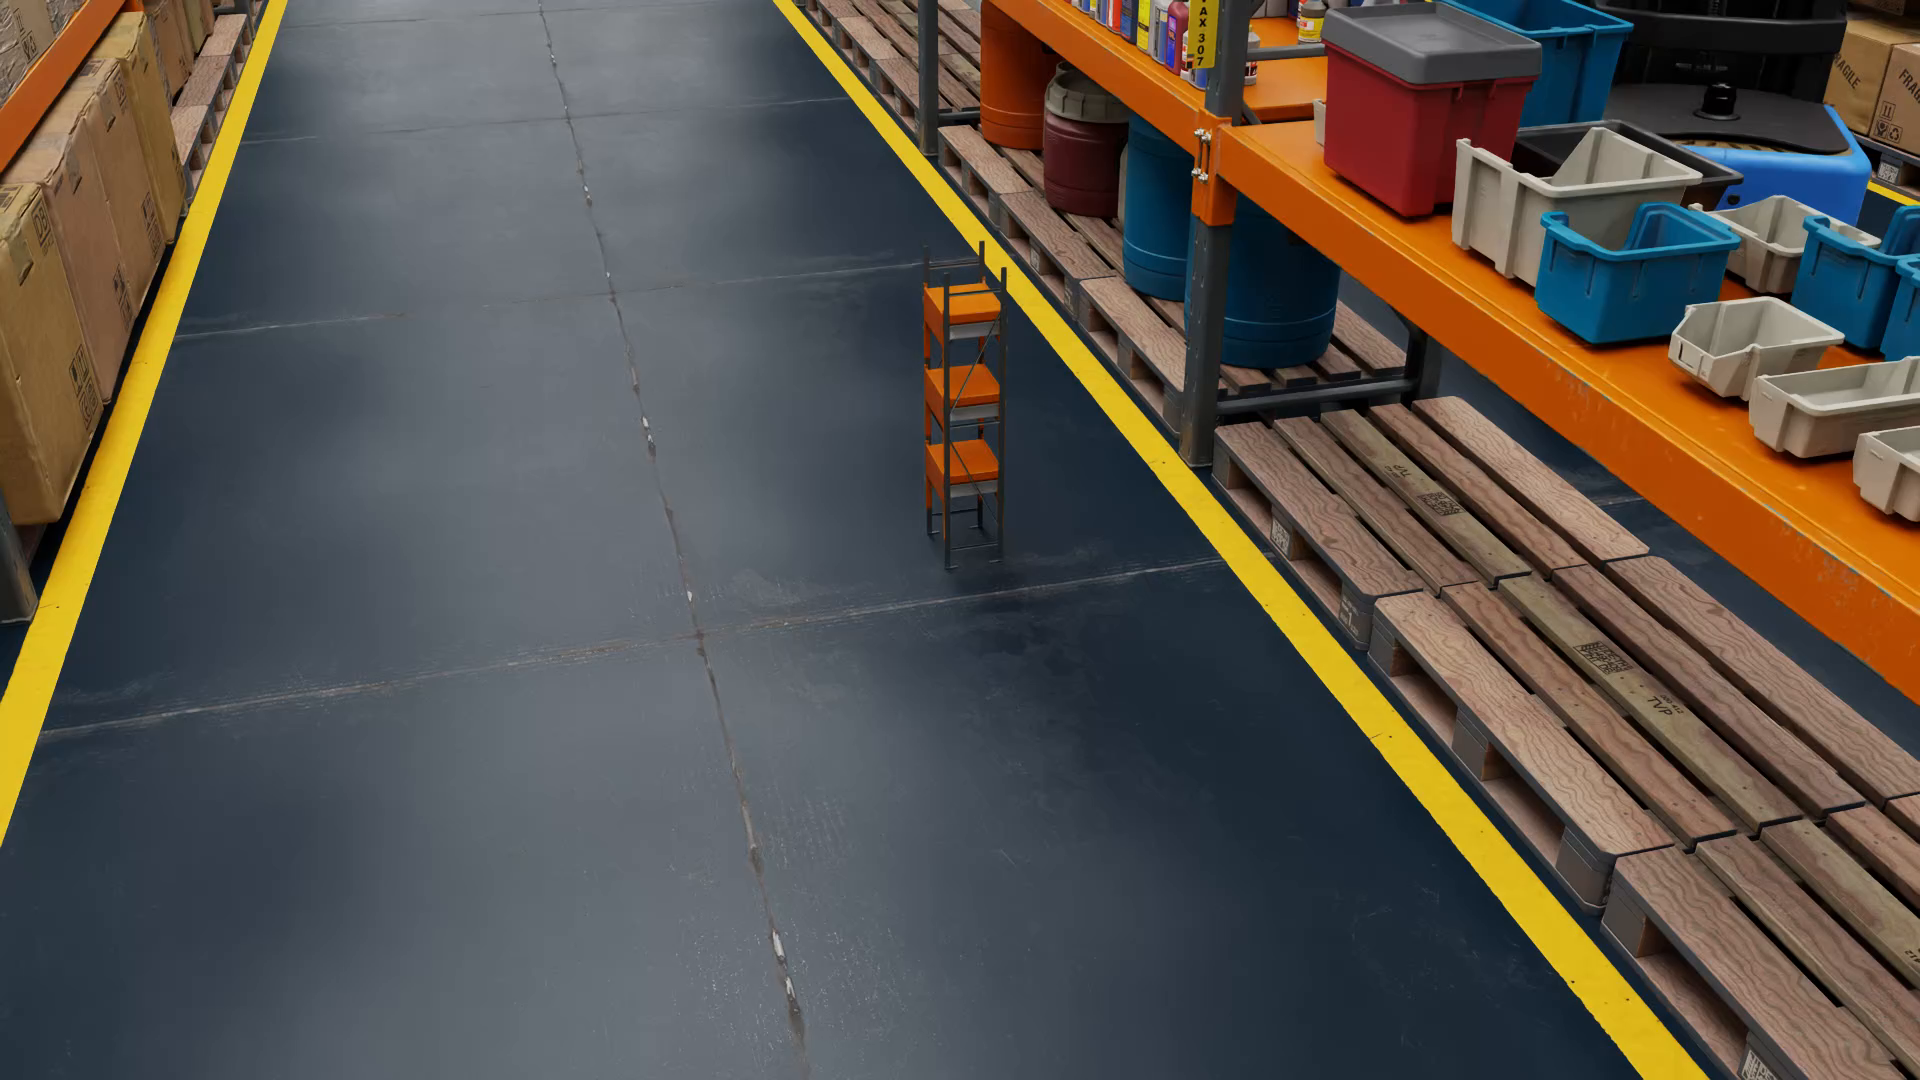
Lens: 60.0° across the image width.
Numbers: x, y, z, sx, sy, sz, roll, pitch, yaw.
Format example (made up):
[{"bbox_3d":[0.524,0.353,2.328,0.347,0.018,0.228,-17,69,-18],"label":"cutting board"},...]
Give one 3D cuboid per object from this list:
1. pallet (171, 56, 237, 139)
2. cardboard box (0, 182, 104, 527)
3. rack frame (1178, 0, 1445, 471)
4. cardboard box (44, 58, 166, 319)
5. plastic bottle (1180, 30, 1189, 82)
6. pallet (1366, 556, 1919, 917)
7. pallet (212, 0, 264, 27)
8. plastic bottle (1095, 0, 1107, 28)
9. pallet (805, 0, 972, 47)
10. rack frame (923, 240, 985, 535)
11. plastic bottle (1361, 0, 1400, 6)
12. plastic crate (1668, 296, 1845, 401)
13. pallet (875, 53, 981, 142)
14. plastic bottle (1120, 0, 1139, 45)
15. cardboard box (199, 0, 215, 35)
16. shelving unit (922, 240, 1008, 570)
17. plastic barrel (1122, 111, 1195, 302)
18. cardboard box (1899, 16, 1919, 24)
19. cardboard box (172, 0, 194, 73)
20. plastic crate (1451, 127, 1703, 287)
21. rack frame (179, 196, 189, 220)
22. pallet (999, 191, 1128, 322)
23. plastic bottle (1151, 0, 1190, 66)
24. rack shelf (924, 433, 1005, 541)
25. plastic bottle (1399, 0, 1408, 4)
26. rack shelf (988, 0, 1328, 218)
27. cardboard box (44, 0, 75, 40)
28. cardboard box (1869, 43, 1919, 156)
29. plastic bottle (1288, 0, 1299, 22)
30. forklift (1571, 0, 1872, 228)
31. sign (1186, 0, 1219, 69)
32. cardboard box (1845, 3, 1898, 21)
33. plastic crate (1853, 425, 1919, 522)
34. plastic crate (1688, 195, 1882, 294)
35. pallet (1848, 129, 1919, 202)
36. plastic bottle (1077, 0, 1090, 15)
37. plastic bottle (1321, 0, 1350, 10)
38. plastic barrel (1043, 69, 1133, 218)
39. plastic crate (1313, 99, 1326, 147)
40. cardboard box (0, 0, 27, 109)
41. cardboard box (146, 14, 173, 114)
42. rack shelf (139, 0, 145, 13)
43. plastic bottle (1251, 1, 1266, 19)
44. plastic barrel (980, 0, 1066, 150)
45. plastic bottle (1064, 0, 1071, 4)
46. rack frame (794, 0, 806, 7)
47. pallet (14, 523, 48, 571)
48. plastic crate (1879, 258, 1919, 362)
[{"bbox_3d":[-5.039,-2.686,10.181,1.003,0.211,1.213,-8,31,-13],"label":"pallet"},{"bbox_3d":[-3.640,-0.564,5.432,1.225,0.875,0.875,-8,31,-13],"label":"cardboard box"},{"bbox_3d":[1.324,-1.654,5.614,1.000,3.000,0.127,-8,31,-13],"label":"rack frame"},{"bbox_3d":[-4.120,-1.422,6.914,1.225,0.875,0.875,-8,31,-13],"label":"cardboard box"},{"bbox_3d":[0.851,-1.768,6.008,0.097,0.201,0.097,0,30,0],"label":"plastic bottle"},{"bbox_3d":[1.884,0.493,4.688,1.003,0.211,1.213,-8,31,-13],"label":"pallet"},{"bbox_3d":[-5.787,-3.972,12.402,1.003,0.211,1.213,-8,31,-13],"label":"pallet"},{"bbox_3d":[0.642,-2.233,6.737,0.152,0.276,0.135,-8,31,-13],"label":"plastic bottle"},{"bbox_3d":[-0.553,-3.937,12.341,1.003,0.211,1.213,-8,31,-13],"label":"pallet"},{"bbox_3d":[-0.018,-0.487,5.544,0.200,1.050,0.008,-8,31,-13],"label":"rack frame"},{"bbox_3d":[1.533,-1.865,6.028,0.144,0.351,0.185,-8,31,-13],"label":"plastic bottle"},{"bbox_3d":[1.738,-0.418,3.680,0.298,0.136,0.250,-8,31,-13],"label":"plastic crate"},{"bbox_3d":[0.094,-2.759,10.305,1.003,0.211,1.213,-8,31,-13],"label":"pallet"},{"bbox_3d":[0.716,-2.123,6.472,0.144,0.351,0.185,-8,31,-13],"label":"plastic bottle"},{"bbox_3d":[-5.432,-3.669,11.150,0.700,0.500,0.500,-10,32,-17],"label":"cardboard box"},{"bbox_3d":[0.014,-0.429,5.442,0.215,1.050,0.252,-8,31,-13],"label":"shelving unit"},{"bbox_3d":[1.008,-1.535,7.083,0.600,0.901,0.708,-8,31,-13],"label":"plastic barrel"},{"bbox_3d":[5.651,-2.681,9.444,0.500,0.500,0.500,-9,31,-15],"label":"cardboard box"},{"bbox_3d":[-5.175,-3.166,10.281,0.700,0.500,0.500,-11,32,-18],"label":"cardboard box"},{"bbox_3d":[1.552,-0.867,4.312,0.437,0.282,0.530,-8,31,-13],"label":"plastic crate"},{"bbox_3d":[-4.513,-2.928,7.814,1.000,3.000,0.127,-8,31,-13],"label":"rack frame"},{"bbox_3d":[0.832,-1.416,7.985,1.003,0.211,1.213,-8,31,-13],"label":"pallet"},{"bbox_3d":[0.811,-1.924,6.204,0.152,0.276,0.135,-8,31,-13],"label":"plastic bottle"},{"bbox_3d":[0.014,-0.179,5.587,0.215,0.259,0.240,-8,31,-13],"label":"rack shelf"},{"bbox_3d":[1.603,-1.902,6.158,0.061,0.283,0.133,-8,31,-13],"label":"plastic bottle"},{"bbox_3d":[0.793,-2.309,7.463,1.077,0.370,4.000,-8,31,-13],"label":"rack shelf"},{"bbox_3d":[-3.875,-2.273,6.584,0.500,0.500,0.500,-9,31,-15],"label":"cardboard box"},{"bbox_3d":[5.301,-2.347,8.867,0.500,0.500,0.500,-9,31,-15],"label":"cardboard box"},{"bbox_3d":[1.403,-2.266,6.788,0.061,0.283,0.133,-8,31,-13],"label":"plastic bottle"},{"bbox_3d":[3.166,-2.471,7.093,1.130,2.935,3.031,7,31,13],"label":"forklift"},{"bbox_3d":[0.793,-1.702,5.419,0.100,0.325,0.005,-8,31,-13],"label":"sign"},{"bbox_3d":[5.029,-2.842,9.721,0.500,0.500,0.500,-9,31,-15],"label":"cardboard box"},{"bbox_3d":[1.932,-0.146,3.211,0.396,0.136,0.243,-8,31,-13],"label":"plastic crate"},{"bbox_3d":[2.076,-0.765,4.281,0.293,0.136,0.466,-8,31,-13],"label":"plastic crate"},{"bbox_3d":[5.521,-2.082,9.137,1.003,0.211,1.213,-8,31,-13],"label":"pallet"},{"bbox_3d":[0.580,-2.345,6.931,0.152,0.276,0.135,-8,31,-13],"label":"plastic bottle"},{"bbox_3d":[1.472,-2.051,6.424,0.152,0.276,0.135,-8,31,-13],"label":"plastic bottle"},{"bbox_3d":[0.709,-1.945,8.104,0.600,0.588,0.708,-8,31,-13],"label":"plastic barrel"},{"bbox_3d":[1.310,-1.322,5.243,0.396,0.136,0.243,-8,31,-13],"label":"plastic crate"},{"bbox_3d":[-3.599,-1.779,5.729,0.500,0.500,0.500,-9,31,-14],"label":"cardboard box"},{"bbox_3d":[-4.869,-2.623,9.344,0.700,0.500,0.500,-10,32,-17],"label":"cardboard box"},{"bbox_3d":[-5.044,-3.582,9.663,1.077,0.370,4.000,-8,31,-13],"label":"rack shelf"},{"bbox_3d":[1.176,-2.302,6.856,0.152,0.276,0.135,-8,31,-13],"label":"plastic bottle"},{"bbox_3d":[0.409,-2.595,8.985,0.600,0.830,0.708,-8,31,-13],"label":"plastic barrel"},{"bbox_3d":[0.475,-2.454,7.111,0.061,0.283,0.133,-8,31,-13],"label":"plastic bottle"},{"bbox_3d":[-0.799,-5.518,12.289,1.000,3.000,0.127,-8,31,-13],"label":"rack frame"},{"bbox_3d":[-3.728,-0.151,5.801,1.003,0.211,1.213,-8,31,-13],"label":"pallet"},{"bbox_3d":[2.288,-0.475,3.683,0.416,0.233,0.300,-8,31,-13],"label":"plastic crate"}]
